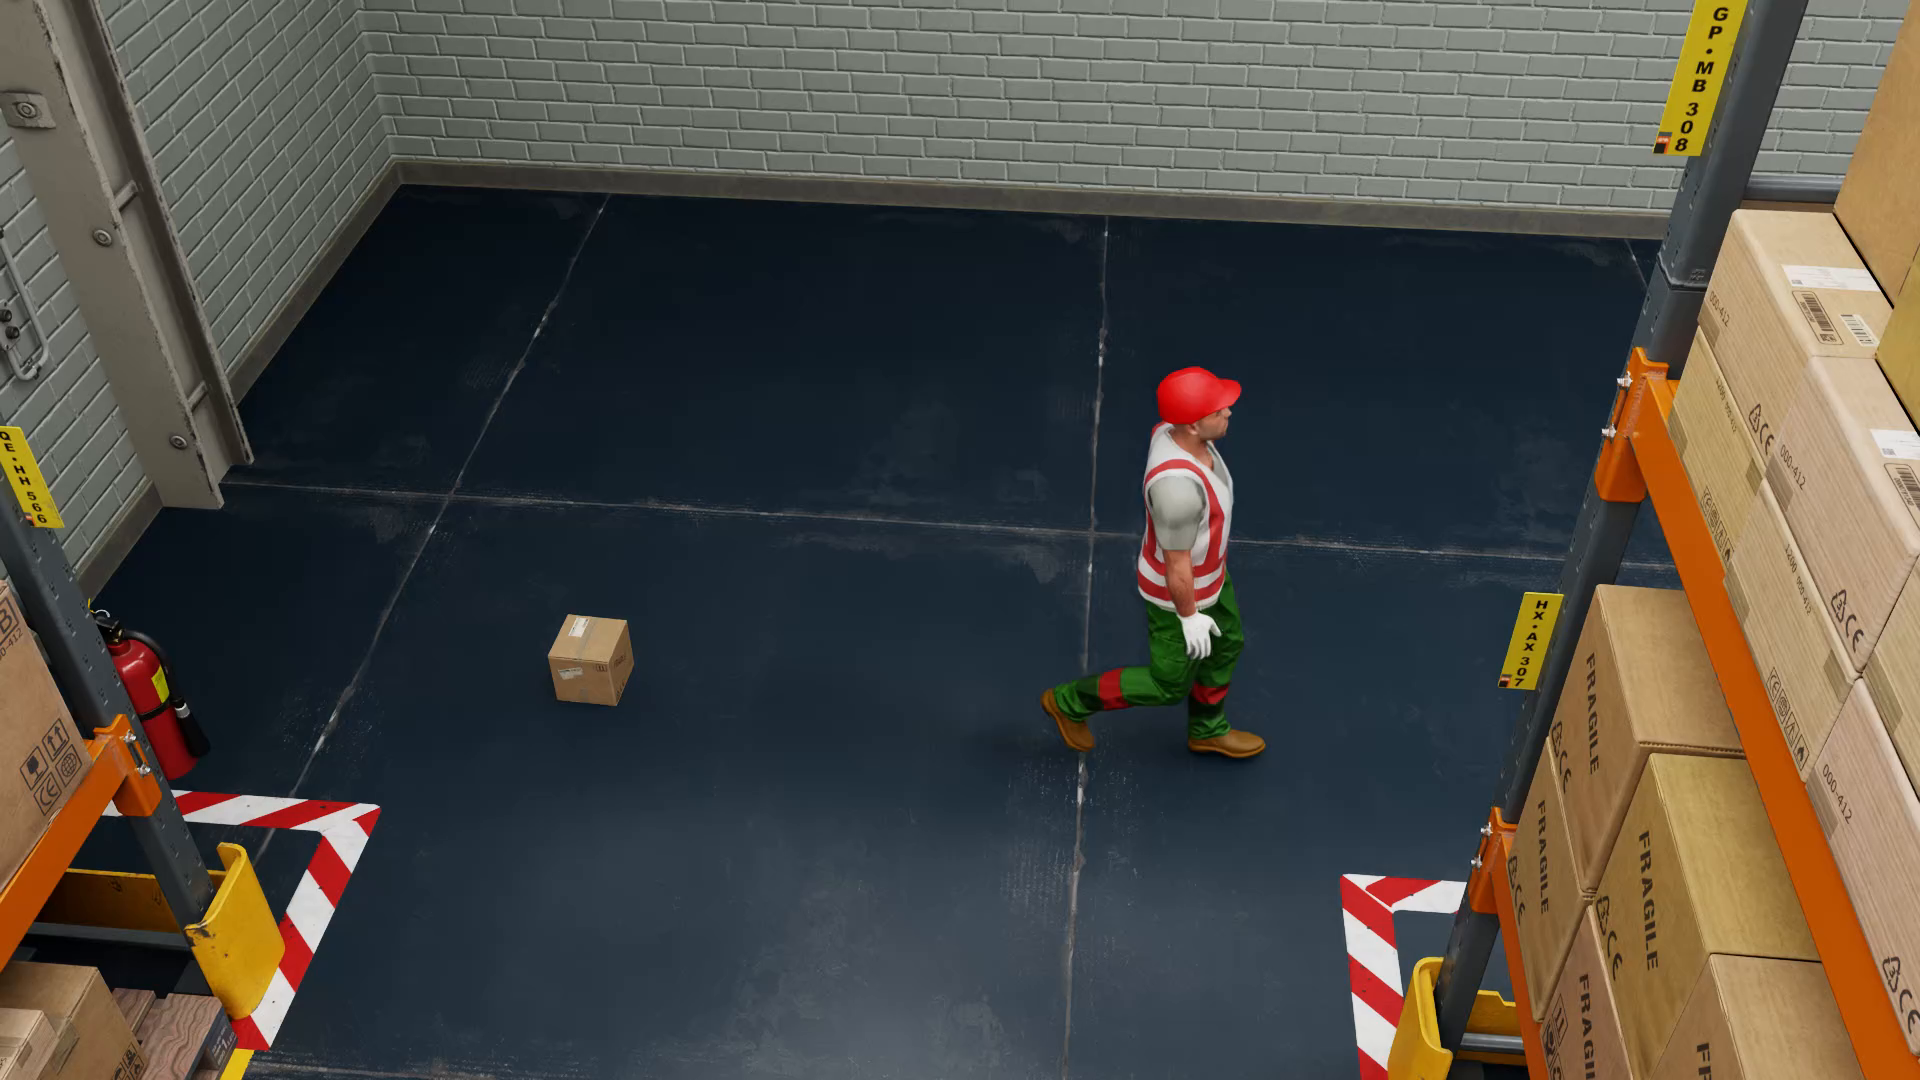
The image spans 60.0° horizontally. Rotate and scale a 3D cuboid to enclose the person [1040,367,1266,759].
[{"bbox_3d":[0.752,0.135,5.955,0.864,1.761,0.541,9,40,10],"label":"person"}]
